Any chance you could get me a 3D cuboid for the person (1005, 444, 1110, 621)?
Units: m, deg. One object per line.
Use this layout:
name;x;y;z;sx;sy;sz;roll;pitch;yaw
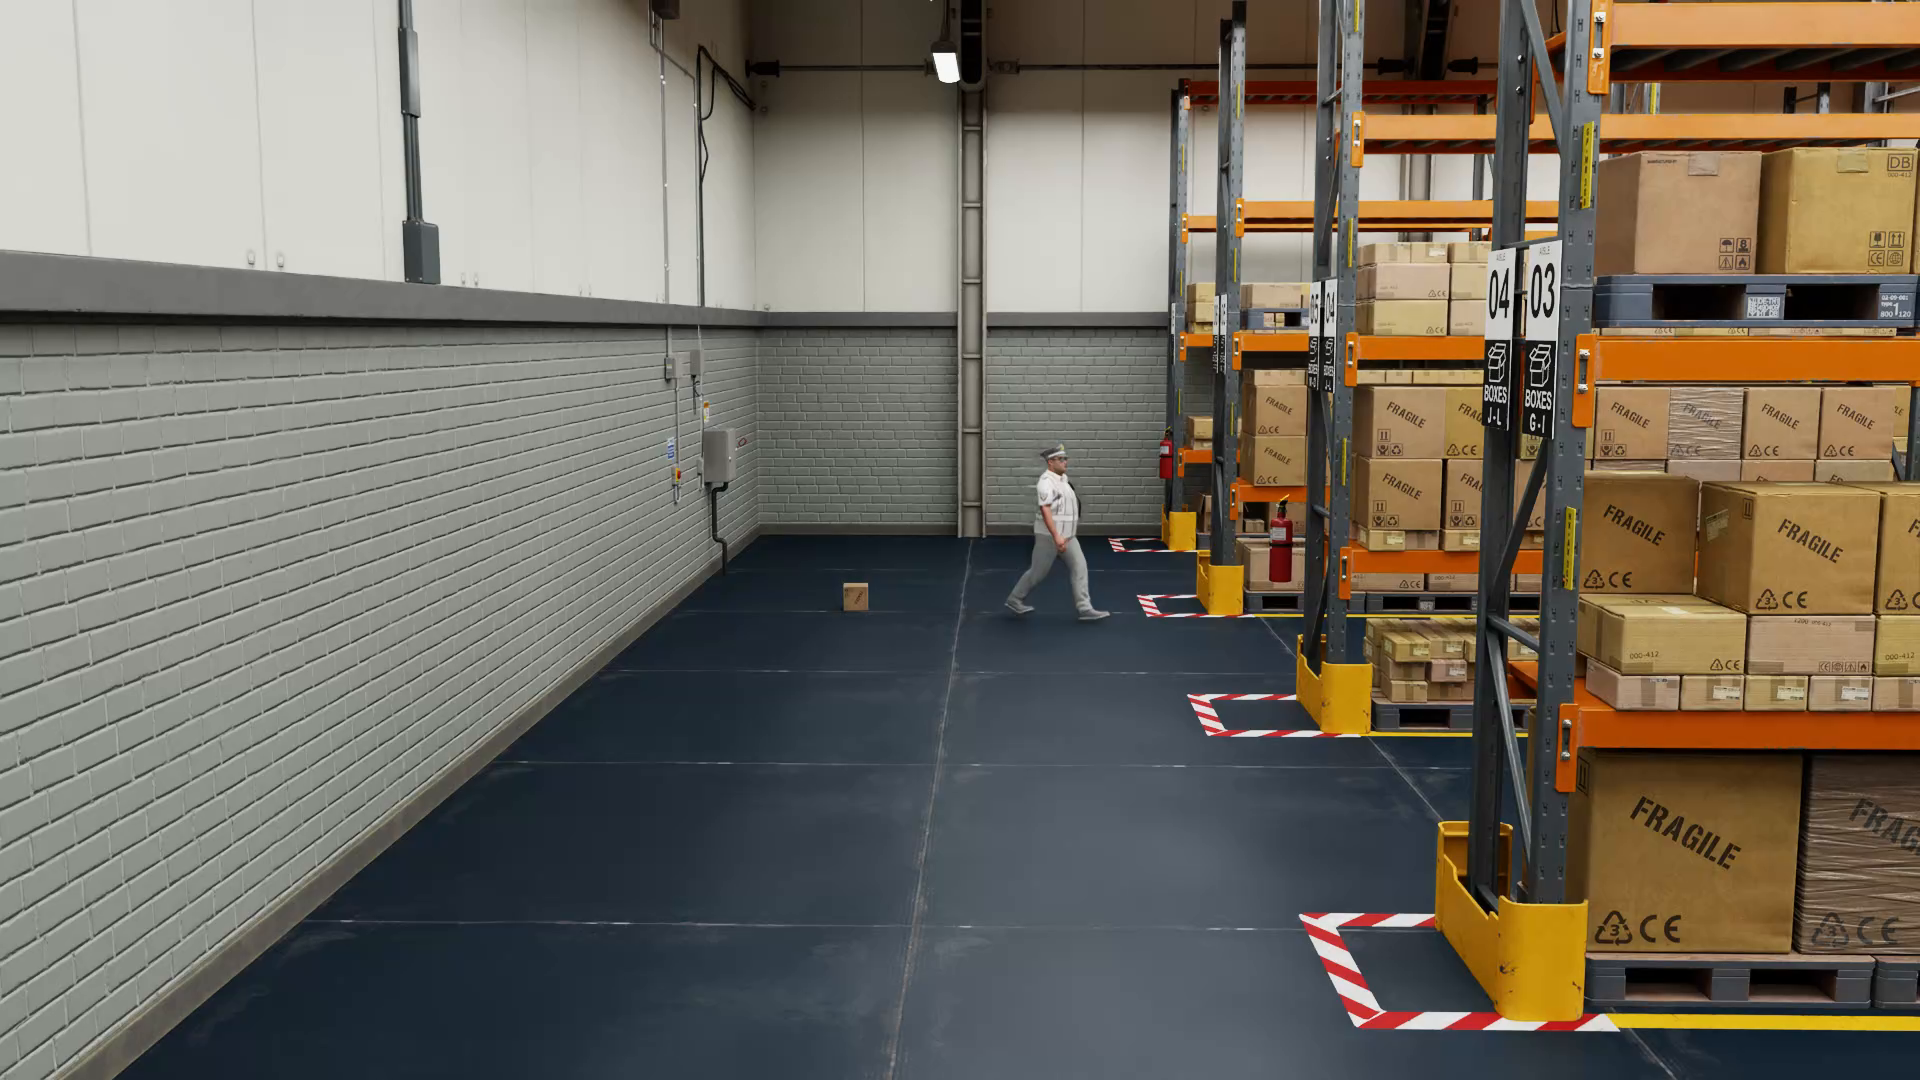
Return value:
person;0.948;-0.073;16.251;1.057;1.728;0.555;5;9;33
